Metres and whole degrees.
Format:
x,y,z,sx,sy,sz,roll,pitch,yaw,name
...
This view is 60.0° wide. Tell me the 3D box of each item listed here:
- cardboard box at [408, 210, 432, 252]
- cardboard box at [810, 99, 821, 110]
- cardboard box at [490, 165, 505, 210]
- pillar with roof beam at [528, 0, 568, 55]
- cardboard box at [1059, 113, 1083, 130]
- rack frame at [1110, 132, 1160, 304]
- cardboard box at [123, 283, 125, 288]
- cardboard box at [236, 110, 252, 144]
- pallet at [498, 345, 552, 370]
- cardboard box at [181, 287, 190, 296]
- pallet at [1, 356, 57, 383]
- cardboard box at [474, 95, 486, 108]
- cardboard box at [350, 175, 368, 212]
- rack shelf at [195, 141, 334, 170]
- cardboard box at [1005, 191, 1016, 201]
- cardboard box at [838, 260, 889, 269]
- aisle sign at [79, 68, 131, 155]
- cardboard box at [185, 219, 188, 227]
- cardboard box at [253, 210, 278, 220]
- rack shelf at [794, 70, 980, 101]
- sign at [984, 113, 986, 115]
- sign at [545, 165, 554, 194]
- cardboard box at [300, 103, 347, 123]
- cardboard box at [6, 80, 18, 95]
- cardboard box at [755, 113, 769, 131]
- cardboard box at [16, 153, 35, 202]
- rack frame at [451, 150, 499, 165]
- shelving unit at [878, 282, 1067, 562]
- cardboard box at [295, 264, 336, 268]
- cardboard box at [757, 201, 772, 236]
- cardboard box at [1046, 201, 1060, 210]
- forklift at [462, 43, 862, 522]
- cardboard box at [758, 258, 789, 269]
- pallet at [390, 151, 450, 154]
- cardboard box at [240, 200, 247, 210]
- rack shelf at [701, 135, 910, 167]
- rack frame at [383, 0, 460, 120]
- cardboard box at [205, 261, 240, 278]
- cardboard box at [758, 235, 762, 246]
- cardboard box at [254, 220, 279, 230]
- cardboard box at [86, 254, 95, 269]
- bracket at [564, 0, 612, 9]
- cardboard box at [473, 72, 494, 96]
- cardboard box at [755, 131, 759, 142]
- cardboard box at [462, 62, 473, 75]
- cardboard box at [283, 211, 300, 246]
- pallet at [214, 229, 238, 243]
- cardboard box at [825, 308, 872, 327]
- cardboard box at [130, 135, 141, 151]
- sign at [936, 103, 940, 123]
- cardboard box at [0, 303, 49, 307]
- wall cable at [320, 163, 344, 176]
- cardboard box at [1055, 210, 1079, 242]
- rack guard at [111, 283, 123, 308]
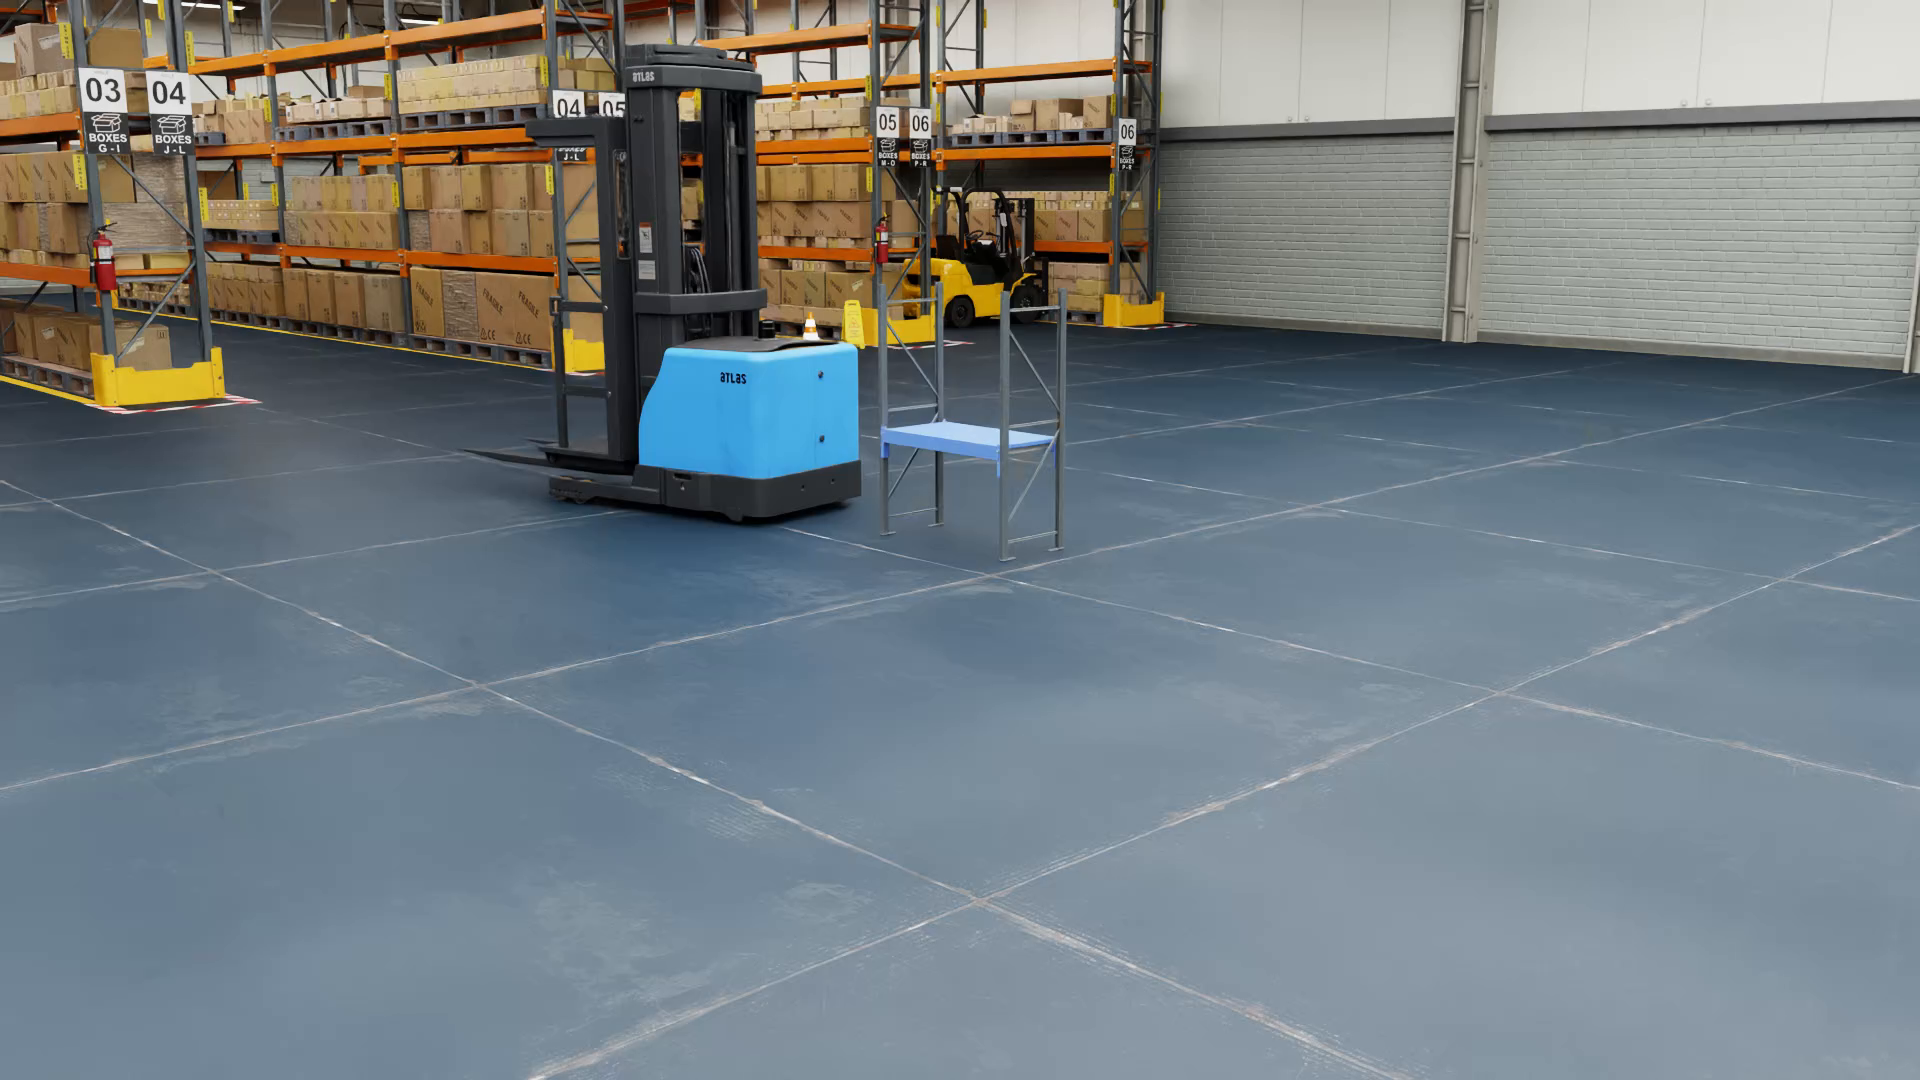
x,y,z,sx,sy,sz,roll,pitch,yaw,name
-6.821,-4.144,22.222,0.875,0.550,0.550,-11,16,-43,cardboard box
-1.901,-6.147,23.528,0.380,0.149,0.250,-11,16,-43,cardboard box
-5.286,-4.369,20.638,0.875,0.550,0.550,-11,16,-43,cardboard box
-12.598,-10.129,36.773,9.100,9.000,0.548,-11,16,-43,pillar with roof beam
1.808,-6.710,26.656,0.396,0.266,0.258,-11,16,-42,cardboard box
2.775,-4.936,26.436,1.000,3.000,0.127,-11,16,-43,rack frame
-15.196,-4.717,30.661,0.380,0.149,0.250,-10,15,-40,cardboard box
-10.780,-6.344,25.589,0.500,0.500,0.500,-11,16,-43,cardboard box
-4.931,-2.279,20.452,1.003,0.211,1.213,-11,16,-43,pallet
-13.057,-4.247,28.381,0.380,0.149,0.250,-10,16,-41,cardboard box
-10.253,-1.988,19.037,1.003,0.211,1.213,-11,16,-43,pallet
-5.674,-5.327,20.234,0.380,0.149,0.250,-11,16,-42,cardboard box
-8.137,-4.882,23.448,0.700,0.500,0.500,-11,16,-42,cardboard box
-11.228,-6.116,26.511,1.077,0.370,4.000,-11,16,-43,rack shelf
0.965,-5.767,27.879,0.380,0.149,0.250,-11,16,-43,cardboard box
-1.872,-4.959,31.392,0.875,0.625,0.625,-10,15,-41,cardboard box
-8.154,-4.085,15.864,0.394,0.787,0.004,-11,16,-43,aisle sign
-12.670,-5.252,27.550,0.250,0.149,0.380,11,16,42,cardboard box
-10.518,-4.944,25.319,0.380,0.149,0.250,-10,16,-41,cardboard box
-1.368,-8.202,30.194,1.077,0.370,4.000,-11,16,-43,rack shelf
0.413,-7.359,29.284,0.100,0.325,0.005,-11,16,-43,sign
-4.725,-4.149,19.159,0.100,0.325,0.005,-11,16,-43,sign
-9.160,-6.148,23.967,0.500,0.250,0.500,-10,16,-41,cardboard box
-9.813,-4.762,17.542,0.380,0.149,0.250,-11,16,-44,cardboard box
-2.769,-6.118,24.373,0.500,0.250,0.500,-11,16,-42,cardboard box
-9.570,-3.813,17.521,0.500,0.500,0.500,-11,16,-43,cardboard box
-9.099,-5.995,31.577,1.000,3.000,0.127,-11,16,-43,rack frame
0.059,-0.722,9.700,0.538,1.500,1.048,-11,16,-43,shelving unit
-10.148,-4.190,26.110,0.500,0.250,0.500,11,16,43,cardboard box
-2.771,-4.774,24.665,0.500,0.500,0.500,-11,16,-43,cardboard box
1.619,-5.464,27.144,0.250,0.149,0.380,11,16,43,cardboard box
-2.155,-1.755,11.164,3.031,2.935,1.130,8,14,34,forklift
-2.775,-4.108,24.723,0.380,0.149,0.250,-10,15,-39,cardboard box
-10.495,-7.720,32.734,1.003,0.211,1.213,-11,16,-43,pallet
-10.870,-5.164,25.649,0.380,0.149,0.250,-10,15,-41,cardboard box
-2.193,-5.653,24.263,1.077,0.370,4.000,-11,16,-43,rack shelf
-7.085,-7.061,21.885,1.000,3.000,0.127,-11,16,-43,rack frame
-12.290,-4.495,27.589,0.500,0.250,0.500,11,16,43,cardboard box
-2.819,-4.474,24.817,0.380,0.149,0.250,-11,16,-43,cardboard box
-10.520,-4.797,25.345,0.380,0.149,0.250,-11,16,-42,cardboard box
-8.498,-2.789,16.639,0.380,0.149,0.250,-11,16,-43,cardboard box
-7.663,-12.003,36.950,0.076,0.066,4.783,-11,16,-43,bracket
-5.553,-5.514,20.156,0.500,0.250,0.500,-11,16,-43,cardboard box
-2.825,-5.945,24.521,0.250,0.149,0.380,11,16,43,cardboard box
-5.854,-5.755,20.336,0.380,0.149,0.250,-11,16,-42,cardboard box
-9.732,-4.653,24.813,0.500,0.500,0.500,-11,16,-42,cardboard box
-11.244,-4.896,26.718,1.003,0.211,1.213,-11,16,-43,pallet
-1.582,-3.187,23.719,0.500,0.250,0.500,-11,16,-43,cardboard box
-14.173,-6.941,29.107,0.500,0.250,0.500,-11,16,-43,cardboard box
-0.373,-7.319,28.509,0.100,0.325,0.005,-11,16,-43,sign
-11.466,-2.603,20.215,0.700,0.500,0.500,-11,16,-43,cardboard box
-14.755,-8.096,39.254,0.588,1.984,0.122,-11,16,-43,wall cable
1.894,-5.097,26.971,0.500,0.500,0.500,-10,15,-41,cardboard box
-15.319,-4.639,31.189,1.175,0.500,0.348,-11,16,-43,rack guard
